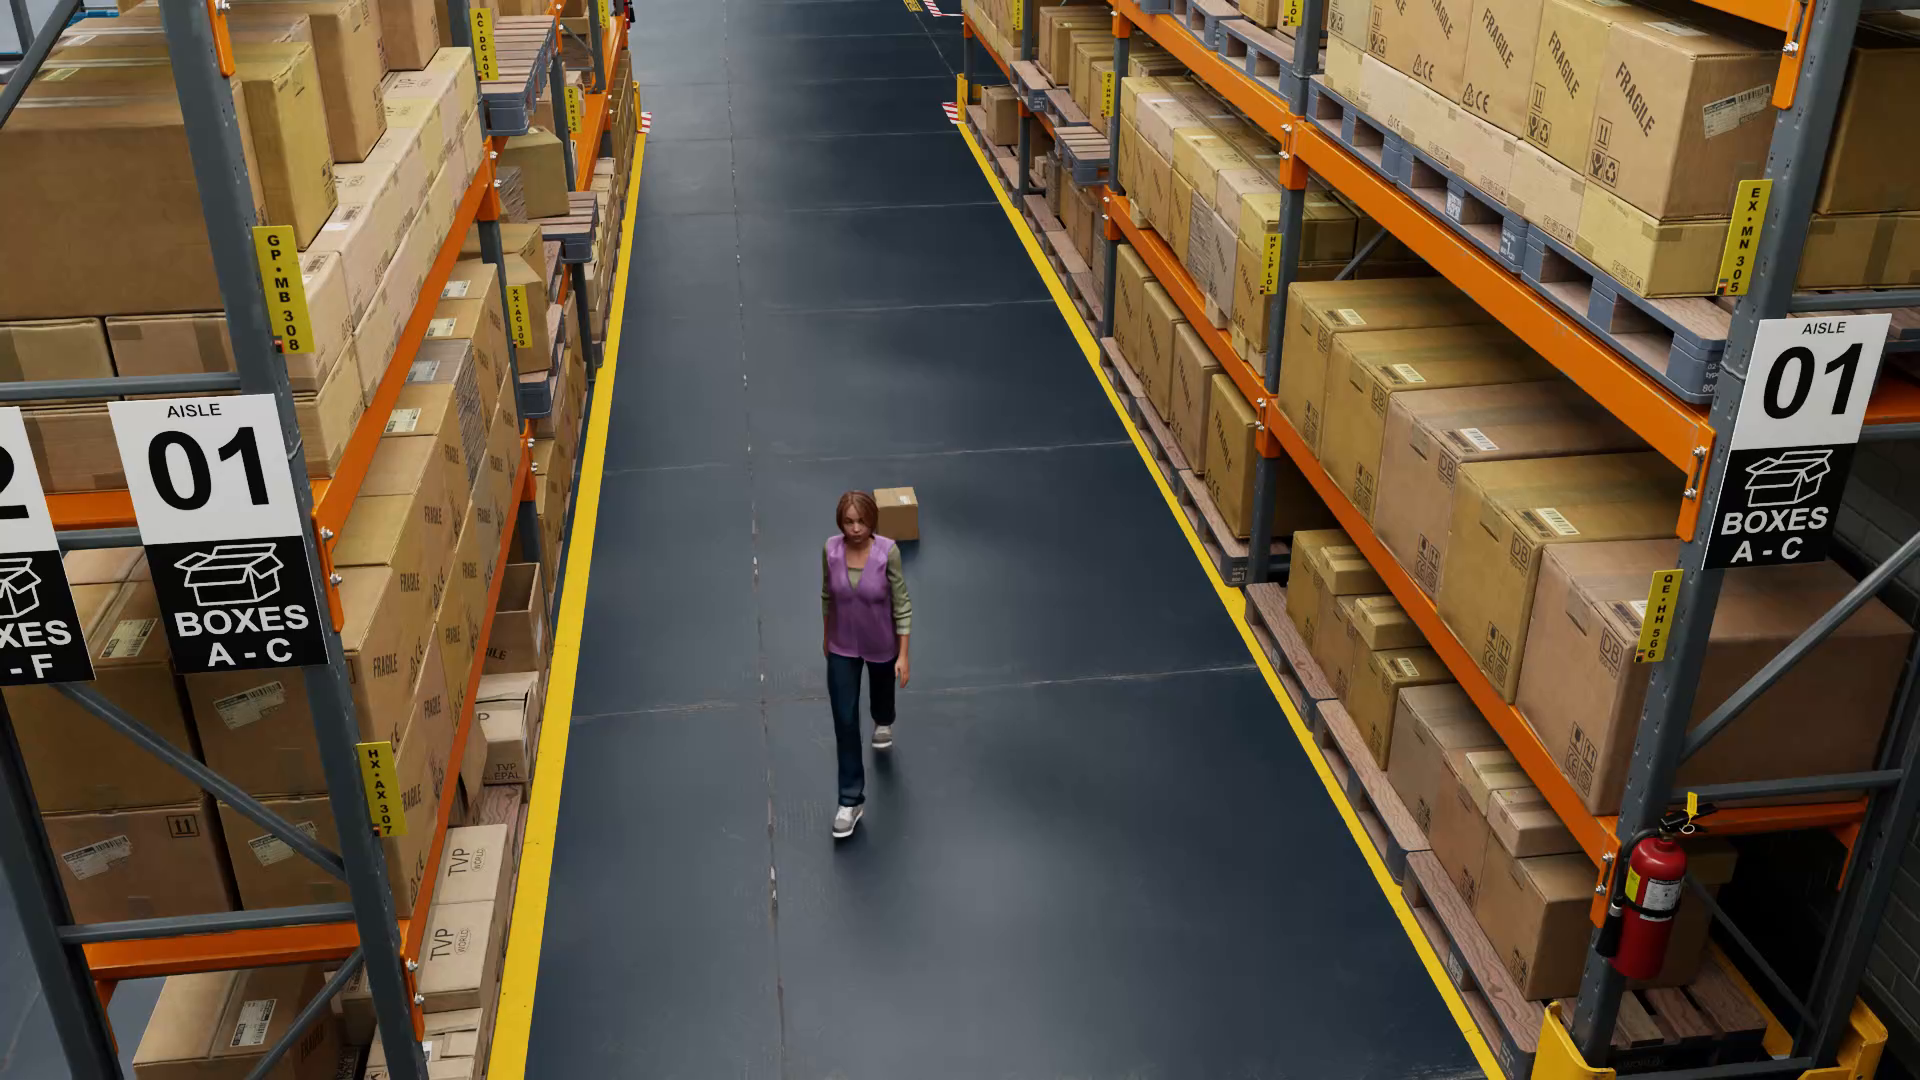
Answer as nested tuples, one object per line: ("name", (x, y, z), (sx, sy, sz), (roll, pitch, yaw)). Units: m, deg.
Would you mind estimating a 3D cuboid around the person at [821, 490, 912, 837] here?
("person", (-0.433, 0.490, 7.677), (0.436, 1.542, 0.942), (1, 28, 2))
